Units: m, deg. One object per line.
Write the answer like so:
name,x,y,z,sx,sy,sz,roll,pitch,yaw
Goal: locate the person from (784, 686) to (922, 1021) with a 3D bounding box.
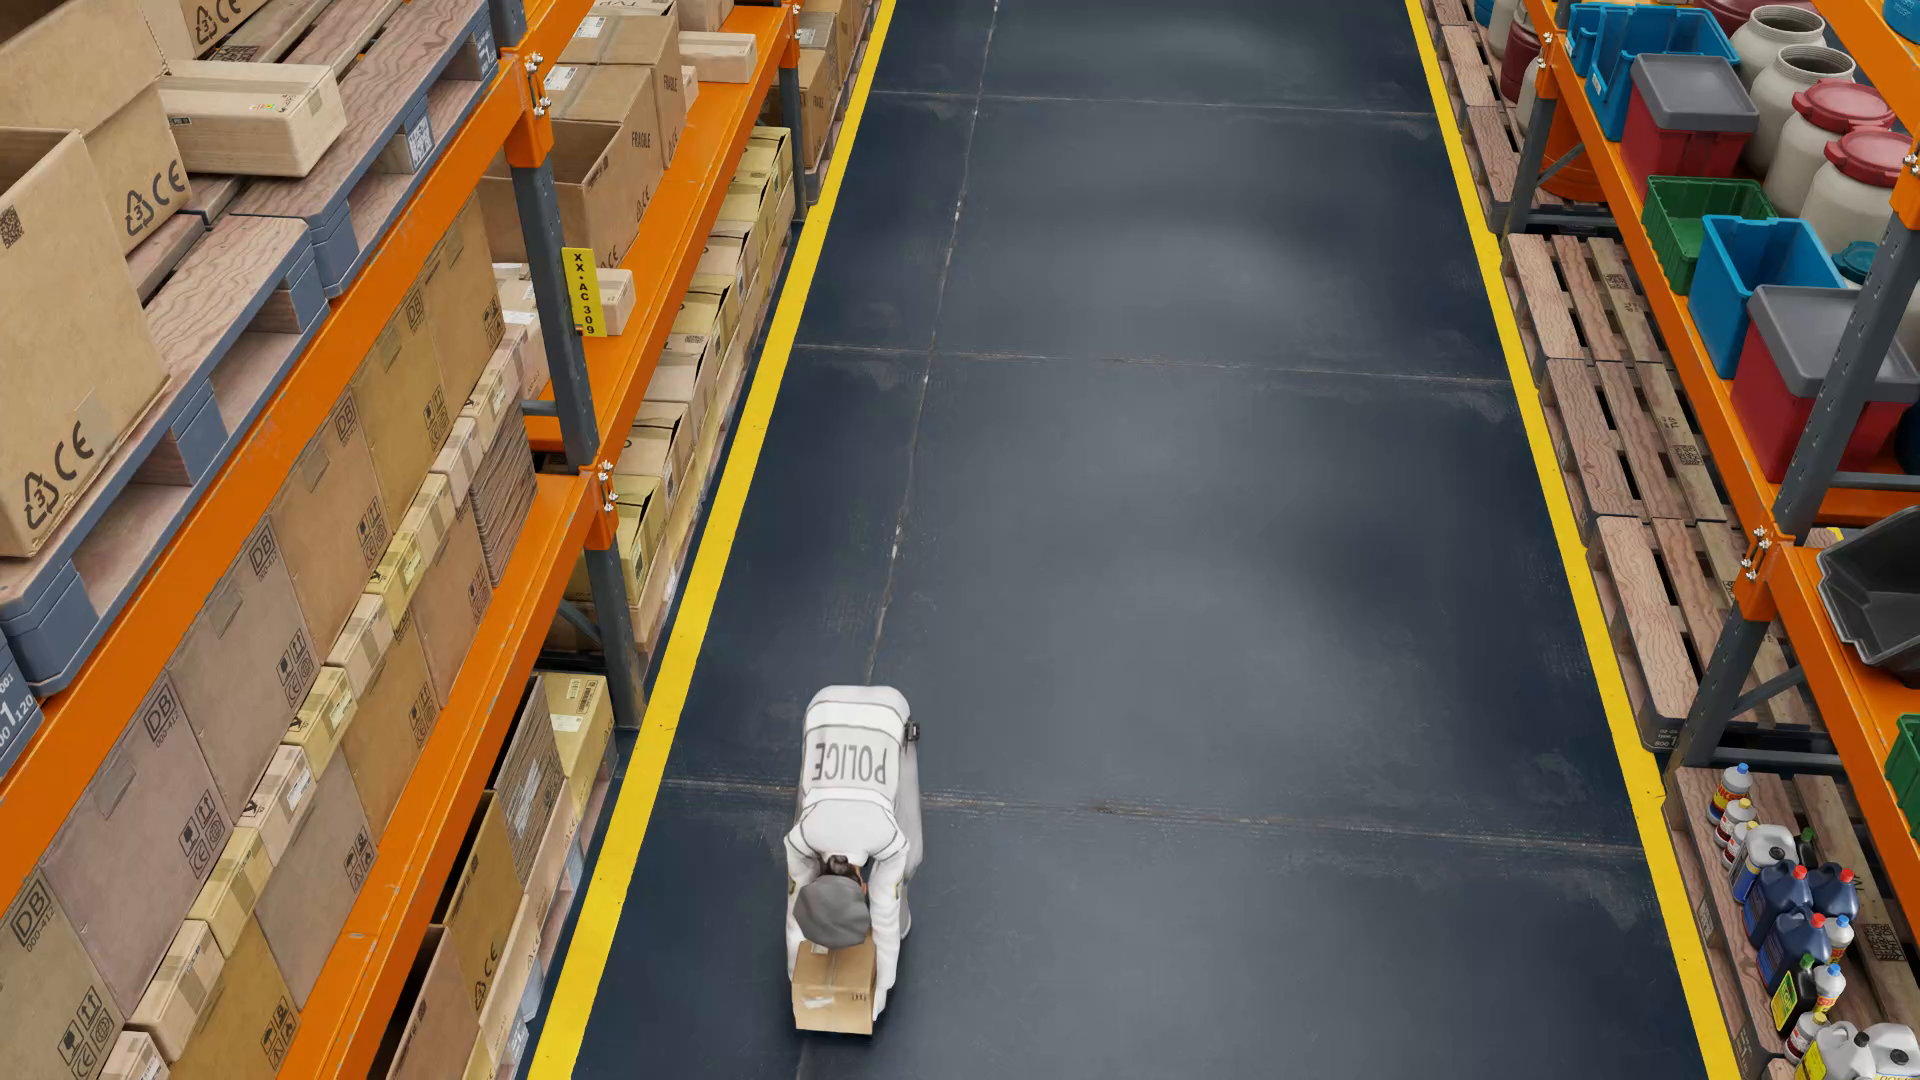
person,-0.344,1.036,5.512,0.438,0.919,0.880,1,40,2
